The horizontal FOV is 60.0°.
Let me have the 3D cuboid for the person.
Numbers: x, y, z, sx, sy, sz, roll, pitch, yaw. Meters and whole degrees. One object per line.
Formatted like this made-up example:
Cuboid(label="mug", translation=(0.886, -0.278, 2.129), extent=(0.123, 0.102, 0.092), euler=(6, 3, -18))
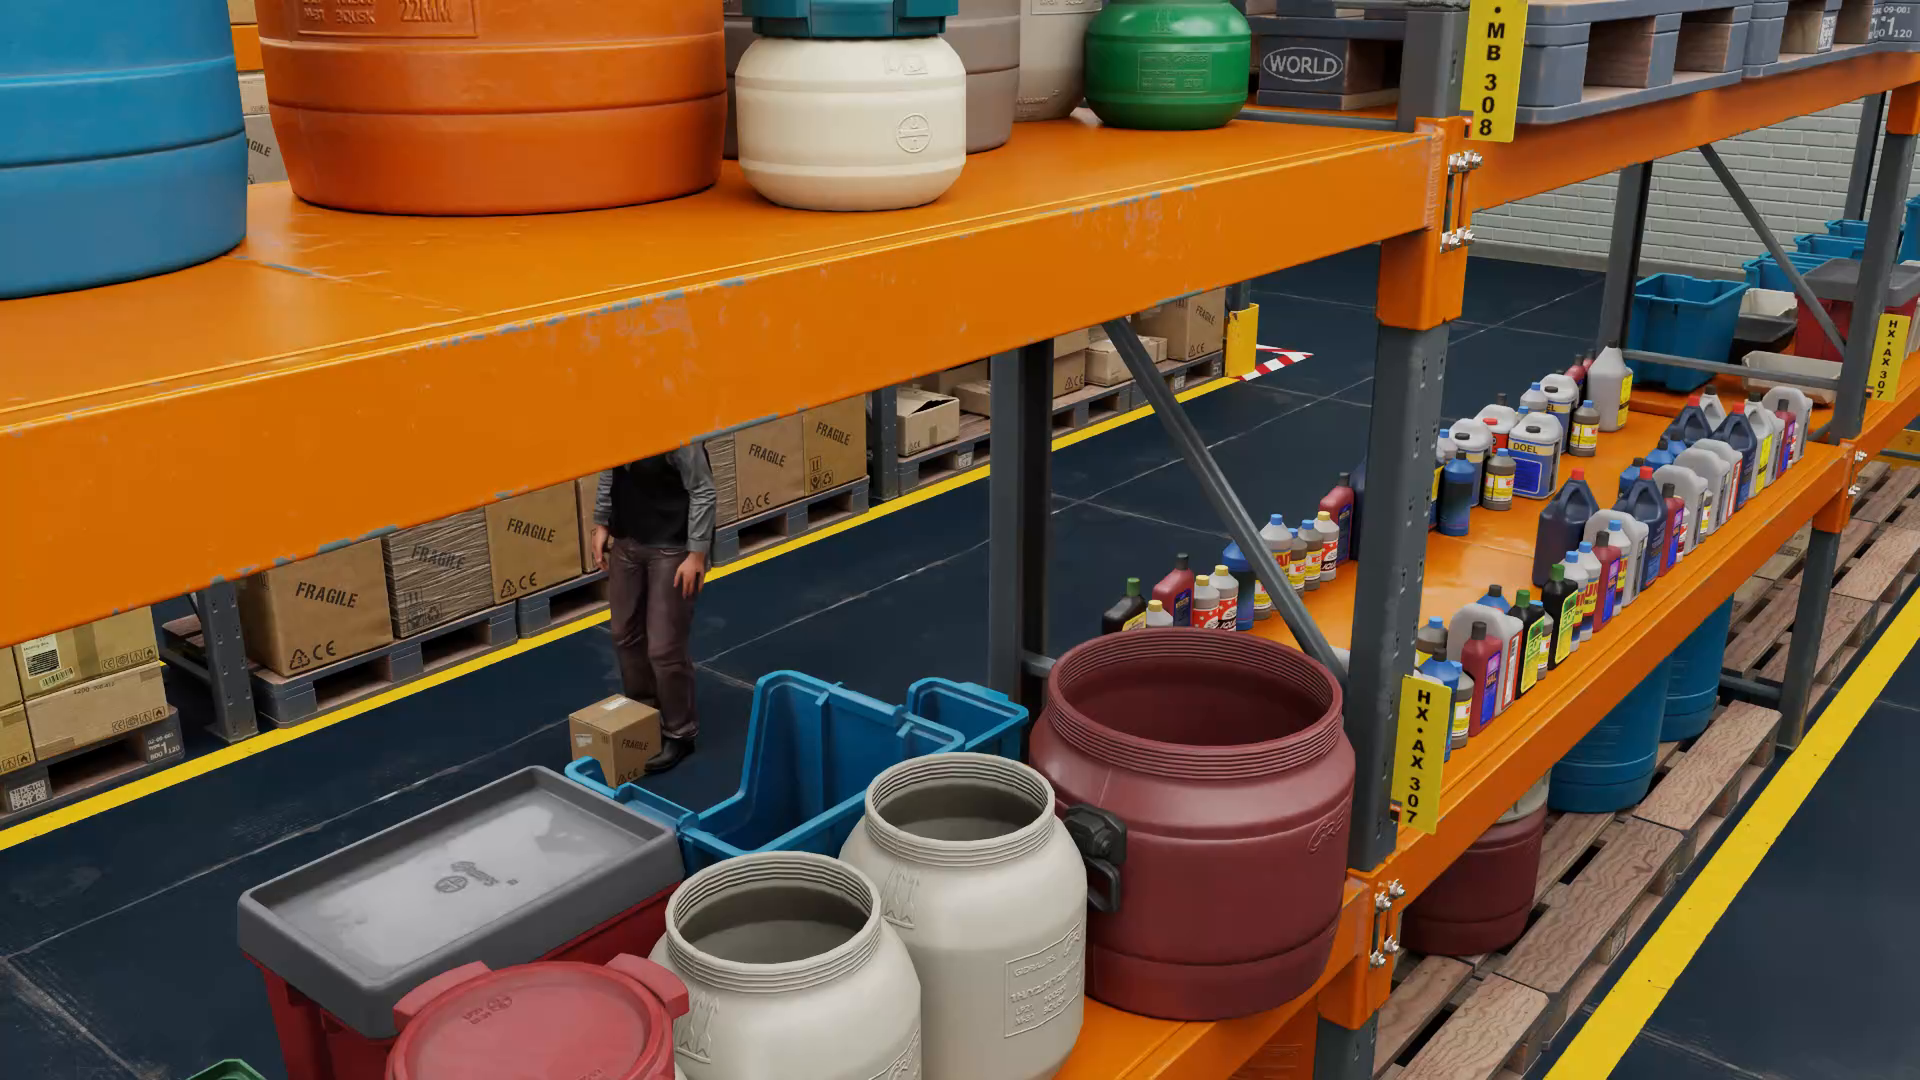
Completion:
Cuboid(label="person", translation=(-1.198, 0.036, 6.508), extent=(0.591, 1.722, 0.465), euler=(14, 25, 34))
